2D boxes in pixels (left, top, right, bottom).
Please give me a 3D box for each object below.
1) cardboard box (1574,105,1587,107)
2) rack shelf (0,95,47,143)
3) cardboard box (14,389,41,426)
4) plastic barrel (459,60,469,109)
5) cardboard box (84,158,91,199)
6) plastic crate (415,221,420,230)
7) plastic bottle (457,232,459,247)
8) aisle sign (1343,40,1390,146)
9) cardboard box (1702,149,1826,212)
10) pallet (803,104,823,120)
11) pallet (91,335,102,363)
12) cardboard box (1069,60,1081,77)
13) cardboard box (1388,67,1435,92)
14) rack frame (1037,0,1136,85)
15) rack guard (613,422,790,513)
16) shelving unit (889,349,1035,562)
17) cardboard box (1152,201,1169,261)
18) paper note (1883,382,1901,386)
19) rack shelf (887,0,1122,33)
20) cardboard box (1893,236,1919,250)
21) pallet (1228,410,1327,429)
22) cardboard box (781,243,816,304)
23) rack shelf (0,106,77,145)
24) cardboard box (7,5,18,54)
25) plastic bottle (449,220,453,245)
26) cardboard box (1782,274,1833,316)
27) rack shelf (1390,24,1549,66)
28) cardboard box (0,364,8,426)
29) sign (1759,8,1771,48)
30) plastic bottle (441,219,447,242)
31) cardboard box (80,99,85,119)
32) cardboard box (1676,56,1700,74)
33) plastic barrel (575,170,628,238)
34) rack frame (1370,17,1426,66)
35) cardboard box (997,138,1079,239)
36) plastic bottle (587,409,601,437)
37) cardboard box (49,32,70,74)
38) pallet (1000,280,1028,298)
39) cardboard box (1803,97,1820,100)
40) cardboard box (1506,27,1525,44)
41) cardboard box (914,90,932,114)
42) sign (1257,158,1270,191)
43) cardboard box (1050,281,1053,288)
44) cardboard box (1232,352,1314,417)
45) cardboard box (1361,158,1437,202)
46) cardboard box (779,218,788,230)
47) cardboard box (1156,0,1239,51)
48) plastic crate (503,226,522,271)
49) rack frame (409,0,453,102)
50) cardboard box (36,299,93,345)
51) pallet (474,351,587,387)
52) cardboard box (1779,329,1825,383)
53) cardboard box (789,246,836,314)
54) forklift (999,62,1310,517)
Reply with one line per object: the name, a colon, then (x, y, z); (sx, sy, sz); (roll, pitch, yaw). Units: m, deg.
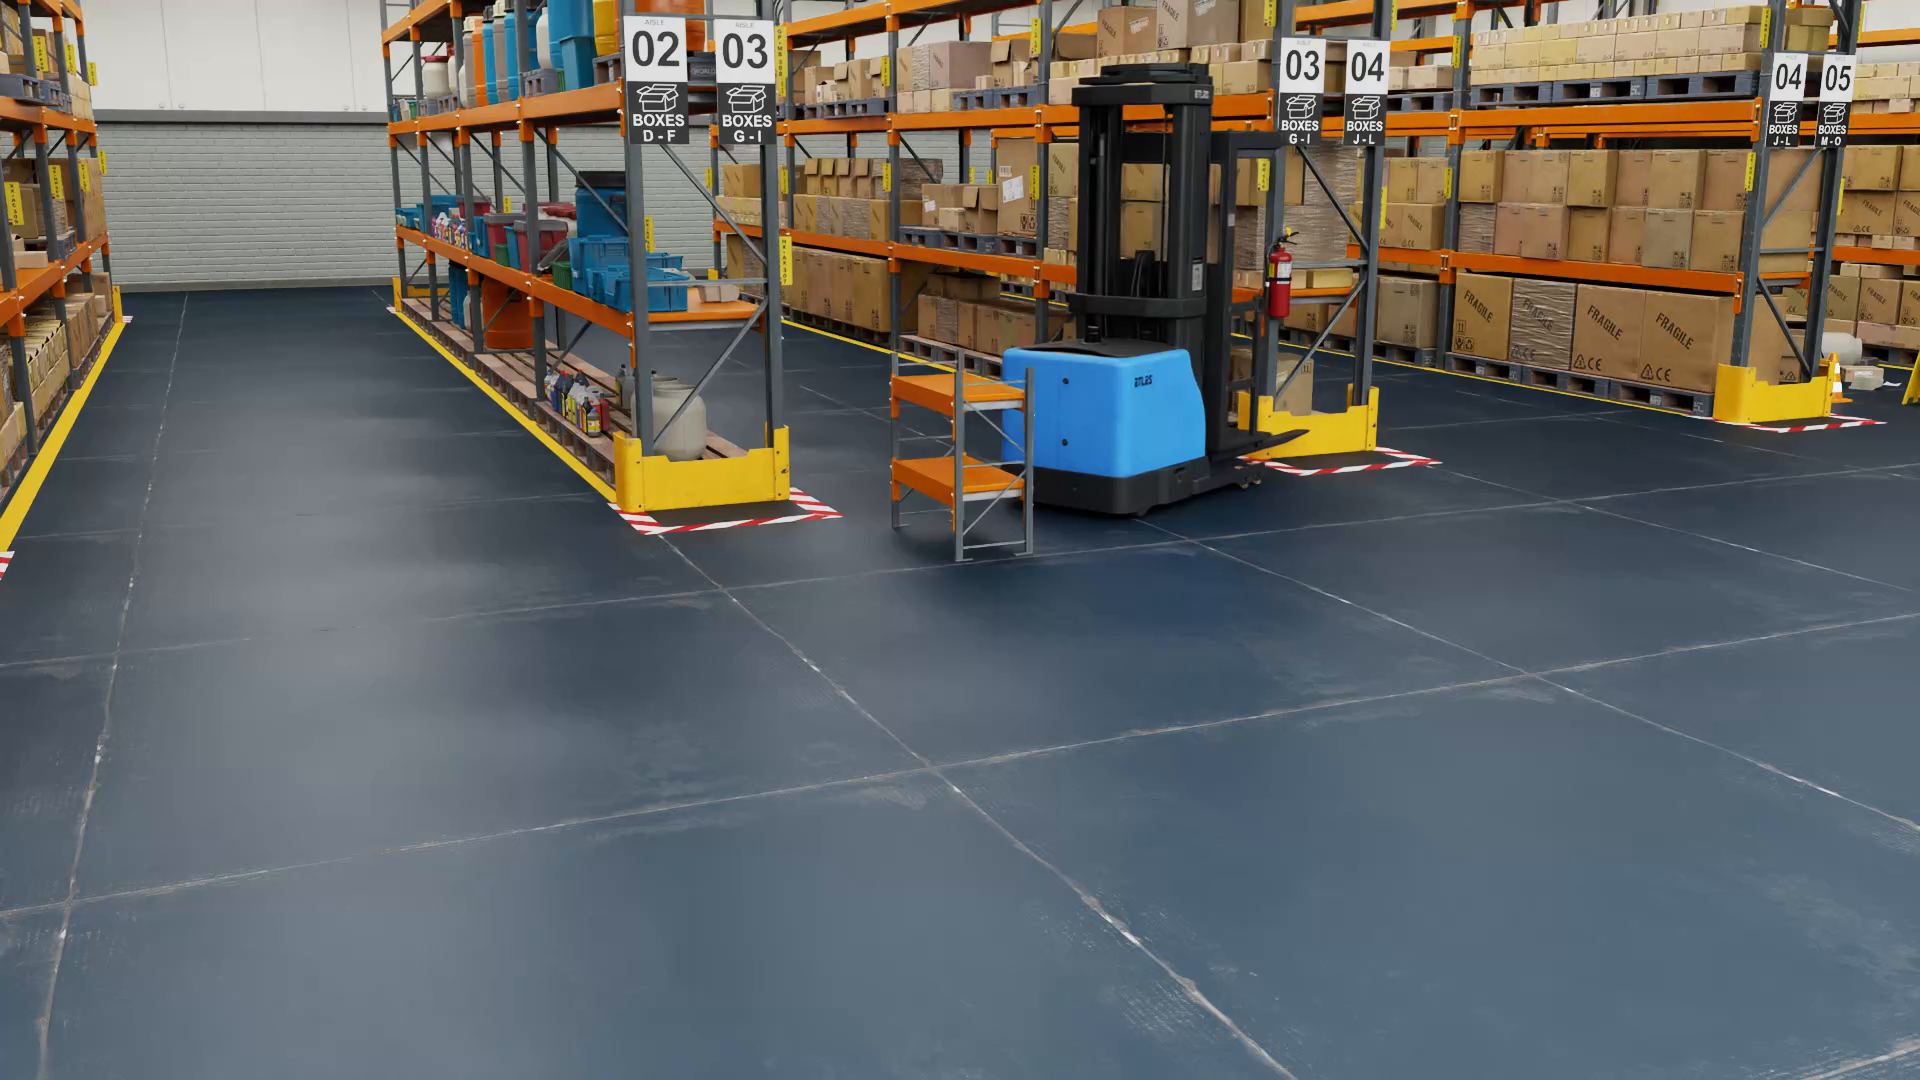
cardboard box: (8.787, -5.976, 23.182); (0.396, 0.266, 0.258); (-6, 14, -23)
rack shelf: (-8.643, -3.621, 14.308); (1.077, 0.370, 4.000); (-6, 14, -23)
cardboard box: (-7.776, -1.068, 13.499); (0.500, 0.250, 0.500); (-6, 14, -24)
plastic barrel: (-5.060, -4.794, 17.532); (0.421, 0.512, 0.421); (0, 13, 0)
cardboard box: (-11.184, -4.515, 20.788); (0.500, 0.500, 0.500); (-6, 14, -25)
plastic crate: (-7.201, -4.299, 22.769); (0.437, 0.125, 0.590); (-6, 14, -23)
plastic bottle: (-5.774, -3.492, 19.248); (0.097, 0.201, 0.097); (0, 13, 0)
aisle sign: (3.139, -3.446, 12.840); (0.394, 0.787, 0.004); (-6, 14, -23)
cardboard box: (7.311, -3.271, 15.125); (0.875, 0.550, 0.550); (-6, 14, -23)
pallet: (-1.555, -5.827, 22.668); (0.805, 0.209, 1.217); (-6, 14, -25)
pallet: (-10.686, -2.227, 19.524); (1.003, 0.211, 1.213); (-6, 14, -23)
cardboard box: (1.254, -4.430, 15.655); (0.380, 0.149, 0.250); (-6, 14, -26)
cardboard box: (5.126, -5.295, 19.124); (0.500, 0.250, 0.500); (-6, 14, -23)
rack frame: (1.237, -5.914, 15.966); (1.000, 3.000, 0.127); (-6, 14, -23)
rack guard: (-1.773, -0.511, 11.470); (1.175, 0.500, 0.348); (-6, 14, -23)
shelving unit: (-0.003, -0.549, 10.249); (0.538, 1.125, 1.048); (-6, 14, -23)
cardboard box: (2.173, -2.674, 14.391); (0.875, 0.500, 0.500); (-6, 14, -23)
paper note: (9.717, -1.629, 17.341); (0.148, 0.019, 0.142); (-12, 18, -42)
rack shelf: (0.436, -5.782, 17.877); (1.077, 0.370, 4.000); (-6, 14, -23)
cardboard box: (10.780, -3.355, 18.772); (0.380, 0.149, 0.250); (-6, 14, -23)
pallet: (2.516, -0.993, 14.193); (1.003, 0.211, 1.213); (-6, 14, -23)
cardboard box: (-2.159, -3.957, 24.596); (0.875, 0.875, 0.875); (-6, 14, -23)
rack shelf: (-10.245, -4.448, 17.879); (1.077, 0.370, 4.000); (-6, 14, -23)
cardboard box: (-9.817, -5.117, 16.735); (0.500, 0.500, 0.500); (-6, 14, -23)
plastic bottle: (-6.042, -3.661, 19.792); (0.061, 0.283, 0.133); (-6, 14, -23)
cardboard box: (10.306, -2.971, 20.056); (0.500, 0.500, 0.500); (-5, 14, -20)
rack shelf: (7.913, -7.504, 25.316); (1.077, 0.370, 4.000); (-6, 14, -23)
cardboard box: (-7.062, -1.044, 11.733); (0.500, 0.500, 0.500); (-6, 14, -23)
sign: (6.921, -4.400, 14.289); (0.100, 0.325, 0.005); (-6, 14, -23)
plastic bottle: (-6.299, -3.815, 20.476); (0.152, 0.276, 0.135); (-6, 14, -23)
cardboard box: (-11.613, -5.571, 21.470); (0.500, 0.250, 0.500); (-6, 14, -23)
cardboard box: (6.777, -4.328, 15.167); (0.380, 0.149, 0.250); (-5, 14, -22)
plastic barrel: (-3.179, -2.895, 15.116); (0.600, 0.901, 0.708); (-6, 14, -23)
rack frame: (7.112, -8.462, 26.975); (1.000, 3.000, 0.127); (-6, 14, -23)
cardboard box: (1.047, -3.665, 17.291); (1.000, 1.000, 1.000); (-6, 14, -23)
plastic bottle: (-2.837, -0.908, 12.873); (0.097, 0.201, 0.097); (0, 13, 0)
cardboard box: (-11.346, -5.961, 20.380); (0.700, 0.500, 0.500); (-6, 14, -23)
pallet: (1.338, -4.352, 28.707); (1.003, 0.211, 1.213); (-6, 14, -23)
cardboard box: (10.242, -5.304, 19.655); (0.500, 0.250, 0.500); (-6, 14, -24)
cardboard box: (5.861, -5.188, 17.118); (0.380, 0.149, 0.250); (-6, 14, -23)
cardboard box: (-0.205, -4.980, 18.914); (0.500, 0.250, 0.500); (-5, 14, -22)
sign: (2.322, -2.837, 12.707); (0.100, 0.325, 0.005); (-6, 14, -23)
cardboard box: (1.690, -4.211, 27.303); (0.380, 0.149, 0.250); (-5, 14, -22)
cardboard box: (2.604, -1.282, 13.870); (0.500, 0.500, 0.500); (-3, 13, -13)
cardboard box: (5.208, -4.267, 19.714); (0.700, 0.500, 0.500); (-6, 14, -23)
cardboard box: (-2.390, -4.555, 23.956); (0.380, 0.149, 0.250); (-6, 14, -23)
cardboard box: (1.986, -4.361, 13.917); (0.500, 0.500, 0.500); (-6, 14, -23)
plastic crate: (-4.028, -2.736, 15.575); (0.392, 0.384, 0.575); (-6, 14, -23)
rack frame: (-6.506, -7.120, 21.174); (1.000, 3.000, 0.127); (-6, 14, -23)
cardboard box: (-10.195, -2.464, 18.932); (0.500, 0.500, 0.500); (-5, 14, -22)
pallet: (-4.629, -1.848, 17.888); (1.003, 0.211, 1.213); (-6, 14, -23)
cardboard box: (8.896, -1.978, 17.801); (0.637, 0.503, 0.797); (6, 14, 26)
cardboard box: (-1.693, -3.683, 23.412); (1.225, 0.875, 0.875); (-6, 14, -23)
forklift: (1.571, -1.857, 11.893); (1.130, 2.935, 3.031); (10, 16, 37)
